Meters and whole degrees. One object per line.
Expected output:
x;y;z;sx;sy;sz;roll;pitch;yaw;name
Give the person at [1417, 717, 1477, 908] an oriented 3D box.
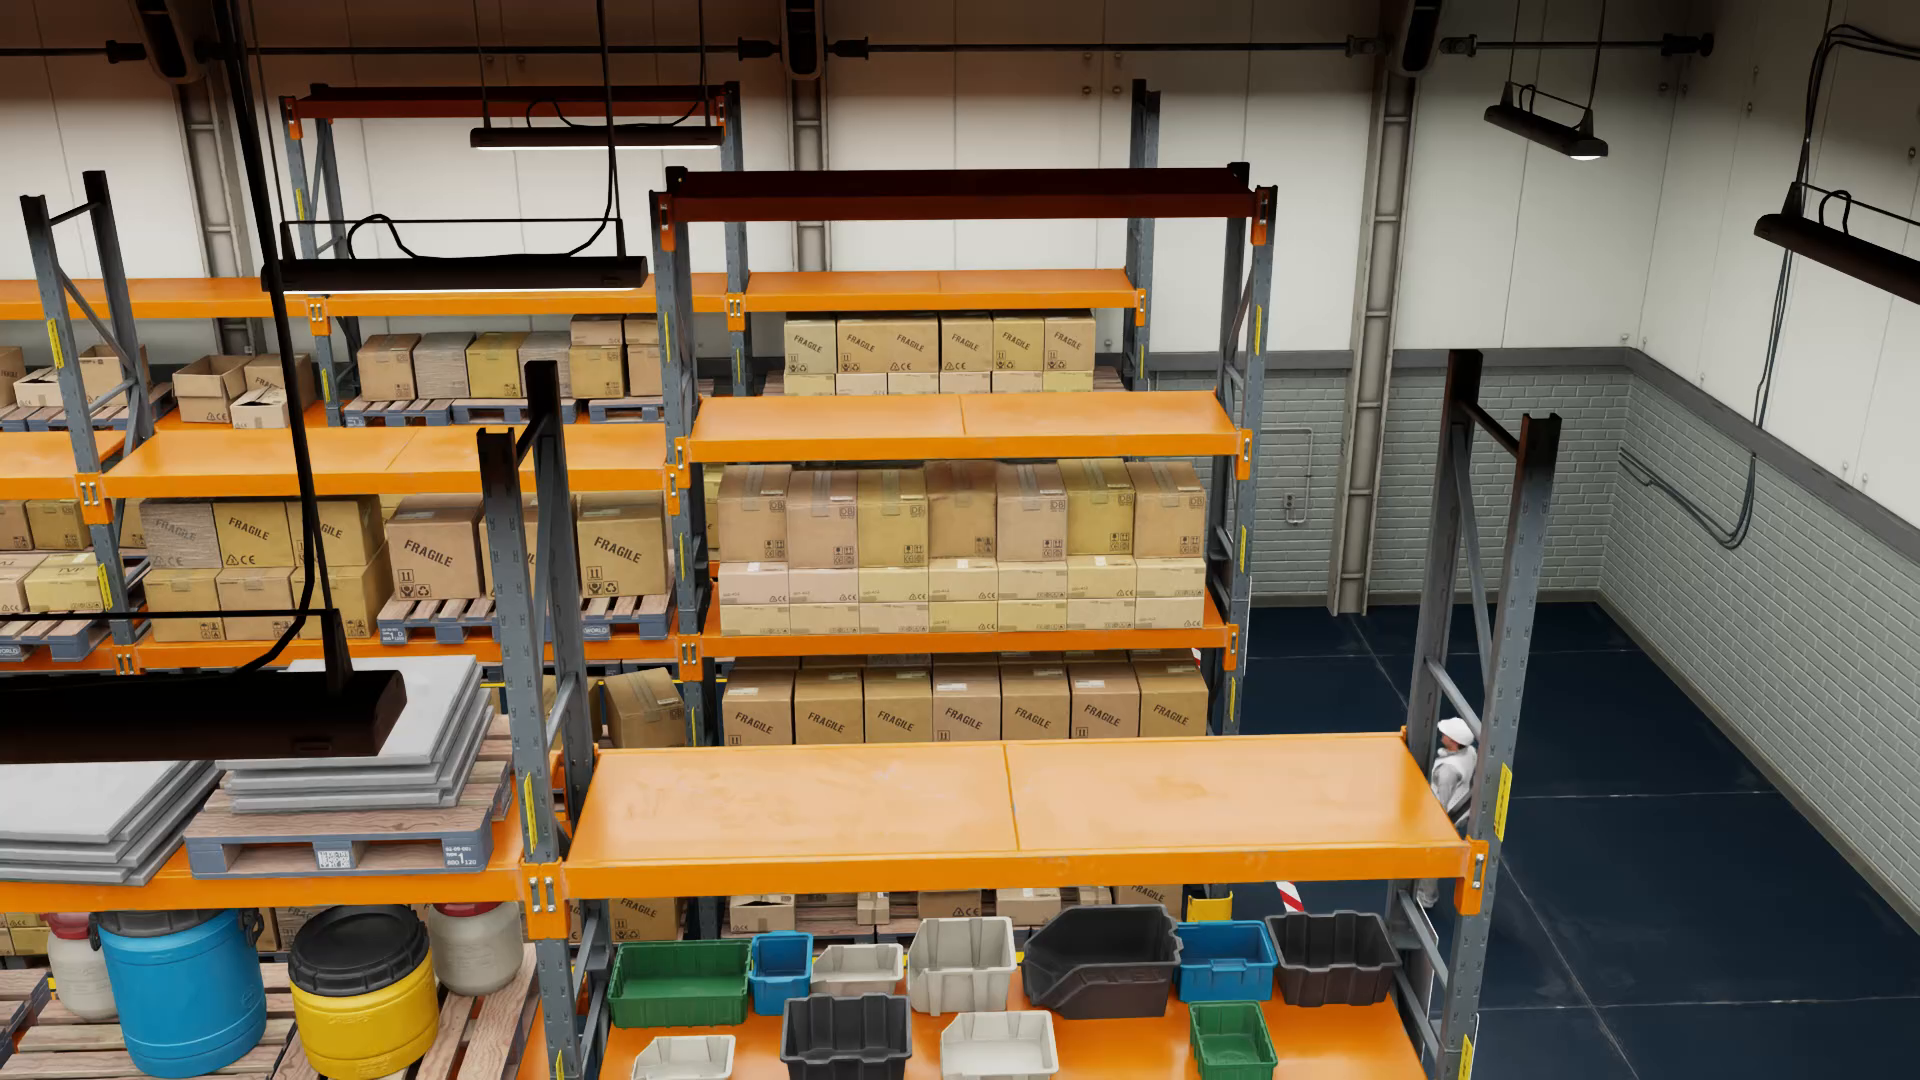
3.956;2.204;13.350;0.543;1.757;0.667;-20;29;-40;person
